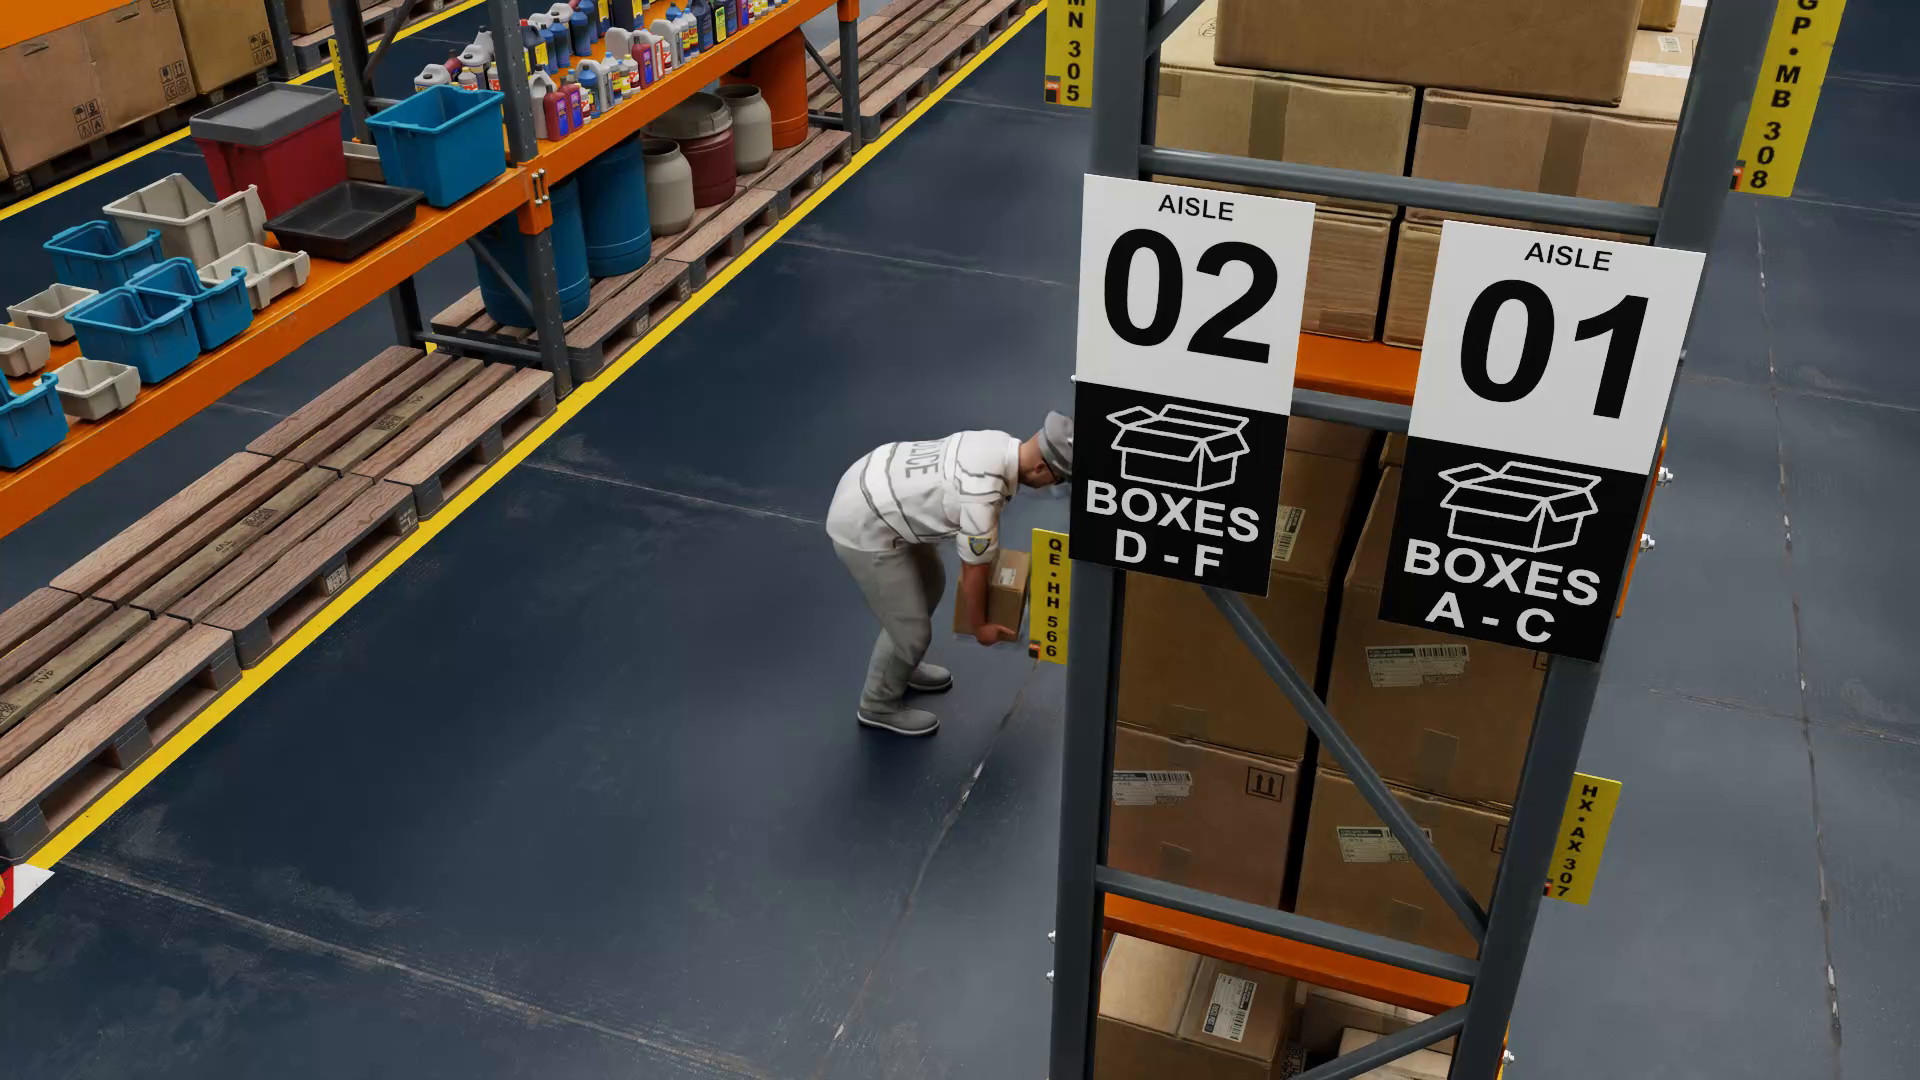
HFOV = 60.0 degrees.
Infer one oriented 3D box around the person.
[{"bbox_3d":[0.000,0.114,6.332,0.995,1.351,0.478,5,33,7],"label":"person"}]
